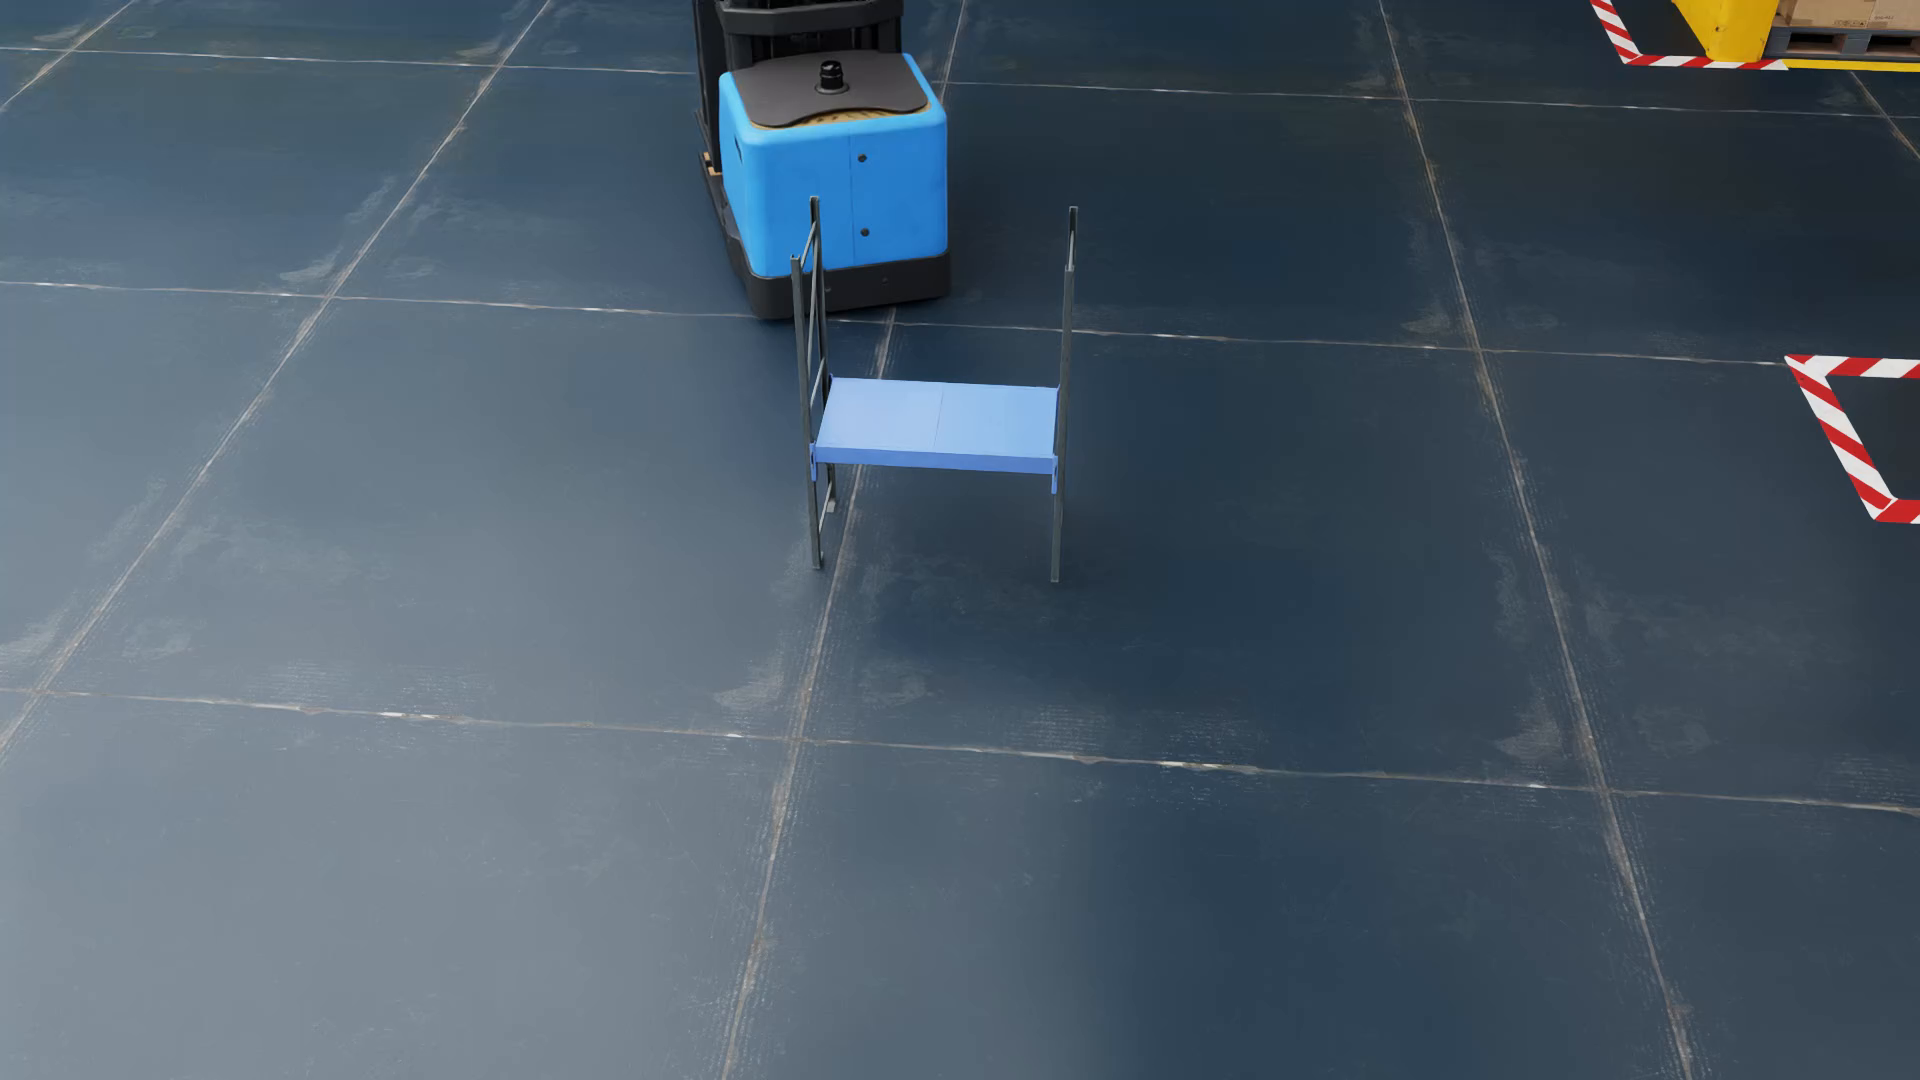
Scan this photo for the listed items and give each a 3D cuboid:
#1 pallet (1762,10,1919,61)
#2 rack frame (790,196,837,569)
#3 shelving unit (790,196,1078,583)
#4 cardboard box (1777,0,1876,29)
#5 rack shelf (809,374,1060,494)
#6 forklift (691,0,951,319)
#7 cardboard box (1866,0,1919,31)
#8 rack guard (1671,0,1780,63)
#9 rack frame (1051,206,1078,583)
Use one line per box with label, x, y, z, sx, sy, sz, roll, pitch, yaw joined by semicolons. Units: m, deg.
pallet;6.074;-3.652;11.569;1.213;0.211;1.003;3;39;4
rack frame;-0.591;-0.614;6.816;0.032;1.500;0.500;3;39;4
shelving unit;-0.085;-0.586;6.782;1.048;1.500;0.538;3;39;4
cardboard box;5.824;-3.676;11.236;0.500;0.250;0.500;3;39;4
rack shelf;-0.085;-0.447;6.896;1.000;0.185;0.538;3;39;4
forklift;-0.922;-3.206;8.867;1.130;2.935;3.031;-10;40;-12
cardboard box;6.322;-3.651;11.205;0.500;0.250;0.500;3;39;4
rack guard;5.285;-3.781;11.499;0.348;0.500;1.175;3;39;4
rack frame;0.421;-0.559;6.748;0.032;1.500;0.500;3;39;4
